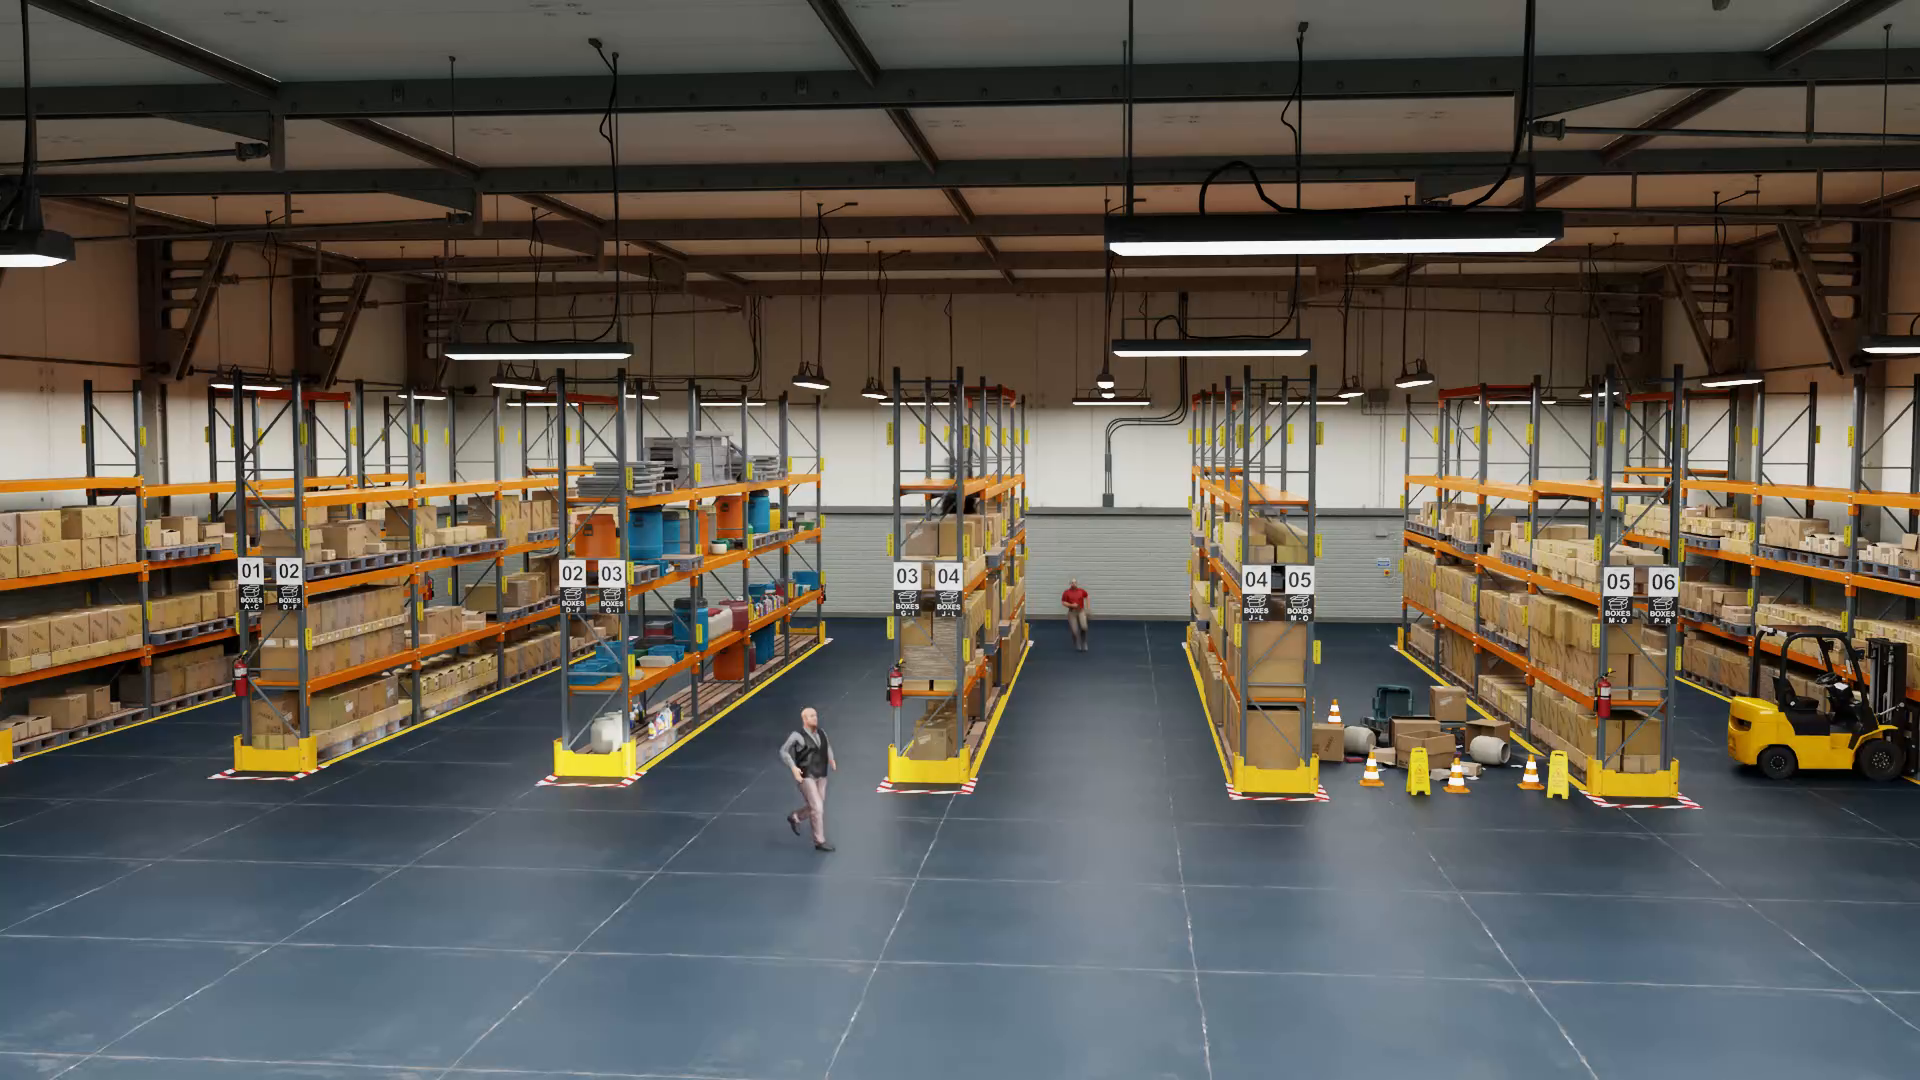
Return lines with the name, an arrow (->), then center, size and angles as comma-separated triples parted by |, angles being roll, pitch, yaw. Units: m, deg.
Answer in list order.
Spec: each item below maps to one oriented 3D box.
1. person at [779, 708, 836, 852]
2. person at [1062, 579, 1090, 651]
person -> -1.836, 2.886, 20.203 | 0.908, 1.697, 0.684 | 3, 5, 42
person -> 2.709, 1.755, 38.877 | 0.671, 1.707, 0.622 | 0, 4, 1
